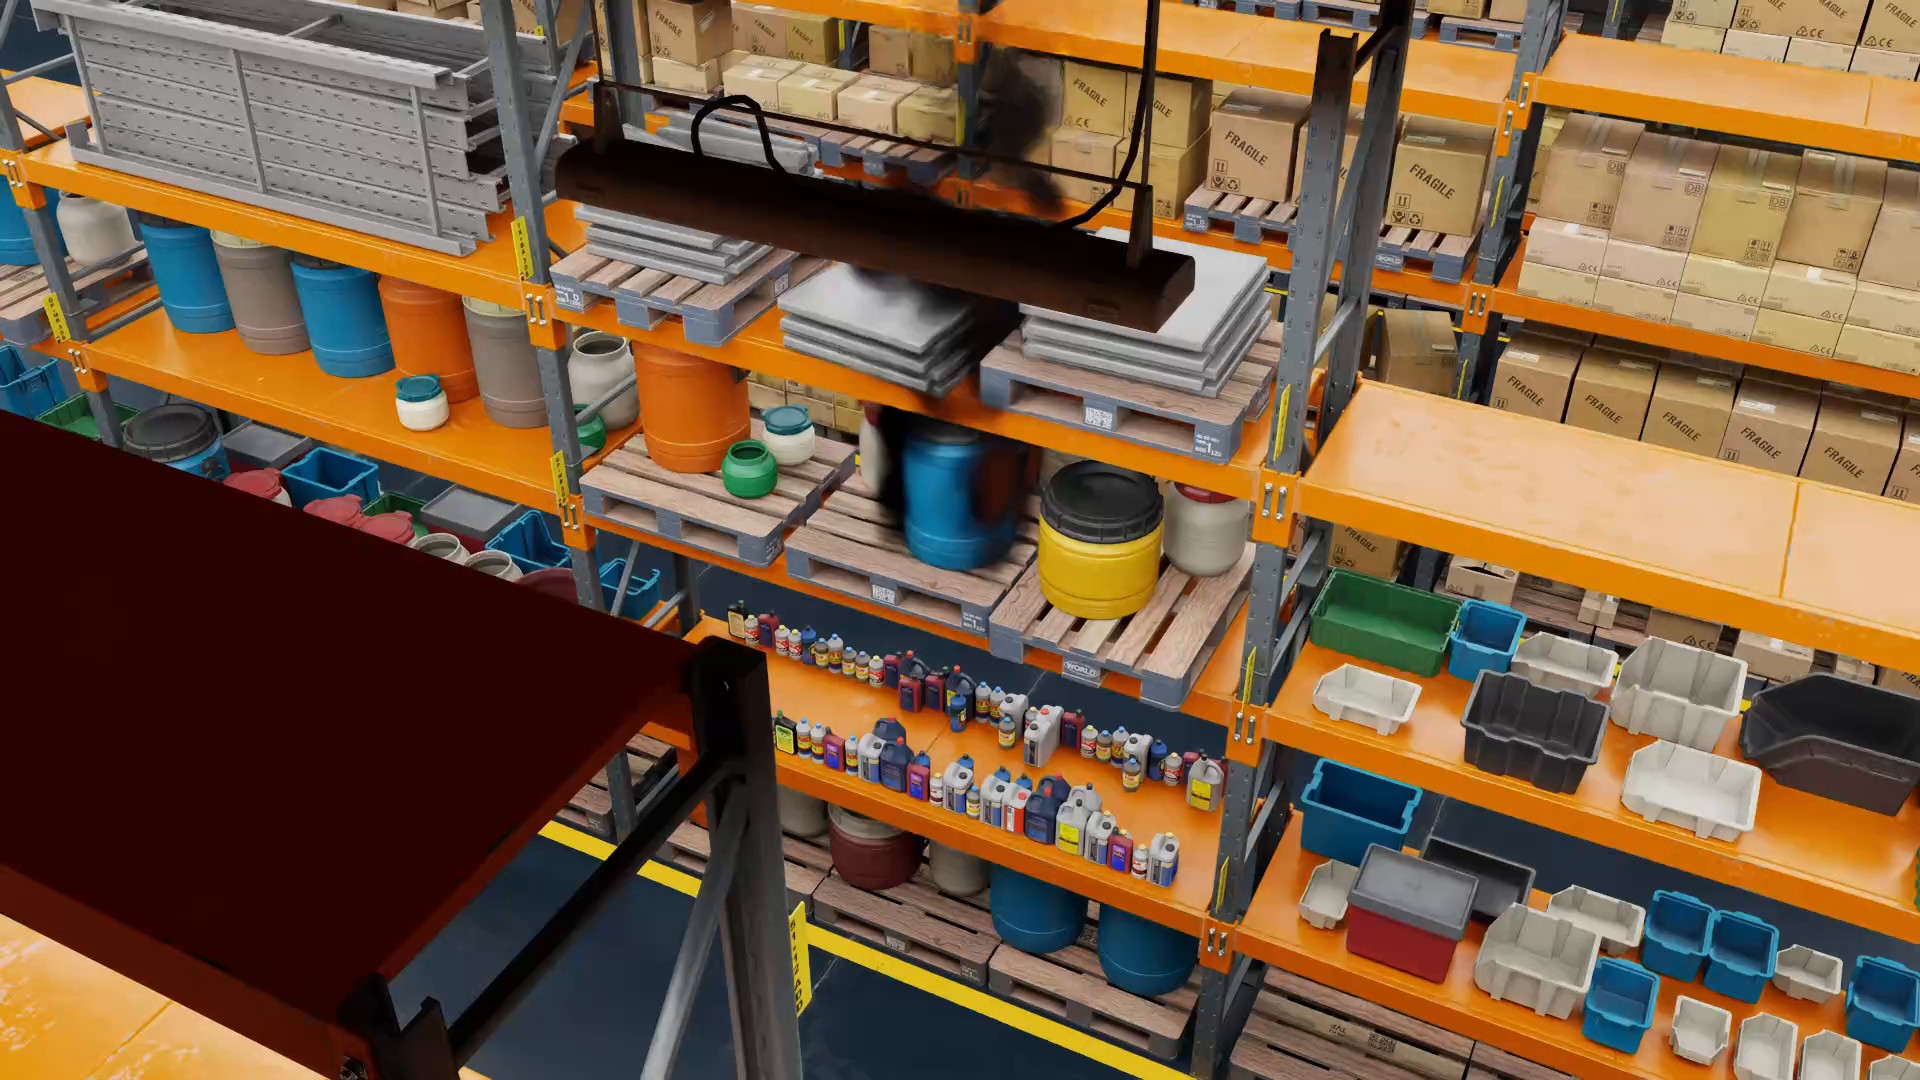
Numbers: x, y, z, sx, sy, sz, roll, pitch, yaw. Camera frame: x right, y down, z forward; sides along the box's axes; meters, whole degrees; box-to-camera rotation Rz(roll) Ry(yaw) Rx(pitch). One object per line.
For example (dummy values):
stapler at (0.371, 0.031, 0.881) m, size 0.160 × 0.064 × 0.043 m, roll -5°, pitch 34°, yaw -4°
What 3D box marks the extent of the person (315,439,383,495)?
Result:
person at (-5.048, -0.878, 13.534) m, size 0.989 × 1.773 × 0.660 m, roll 13°, pitch 37°, yaw 18°
